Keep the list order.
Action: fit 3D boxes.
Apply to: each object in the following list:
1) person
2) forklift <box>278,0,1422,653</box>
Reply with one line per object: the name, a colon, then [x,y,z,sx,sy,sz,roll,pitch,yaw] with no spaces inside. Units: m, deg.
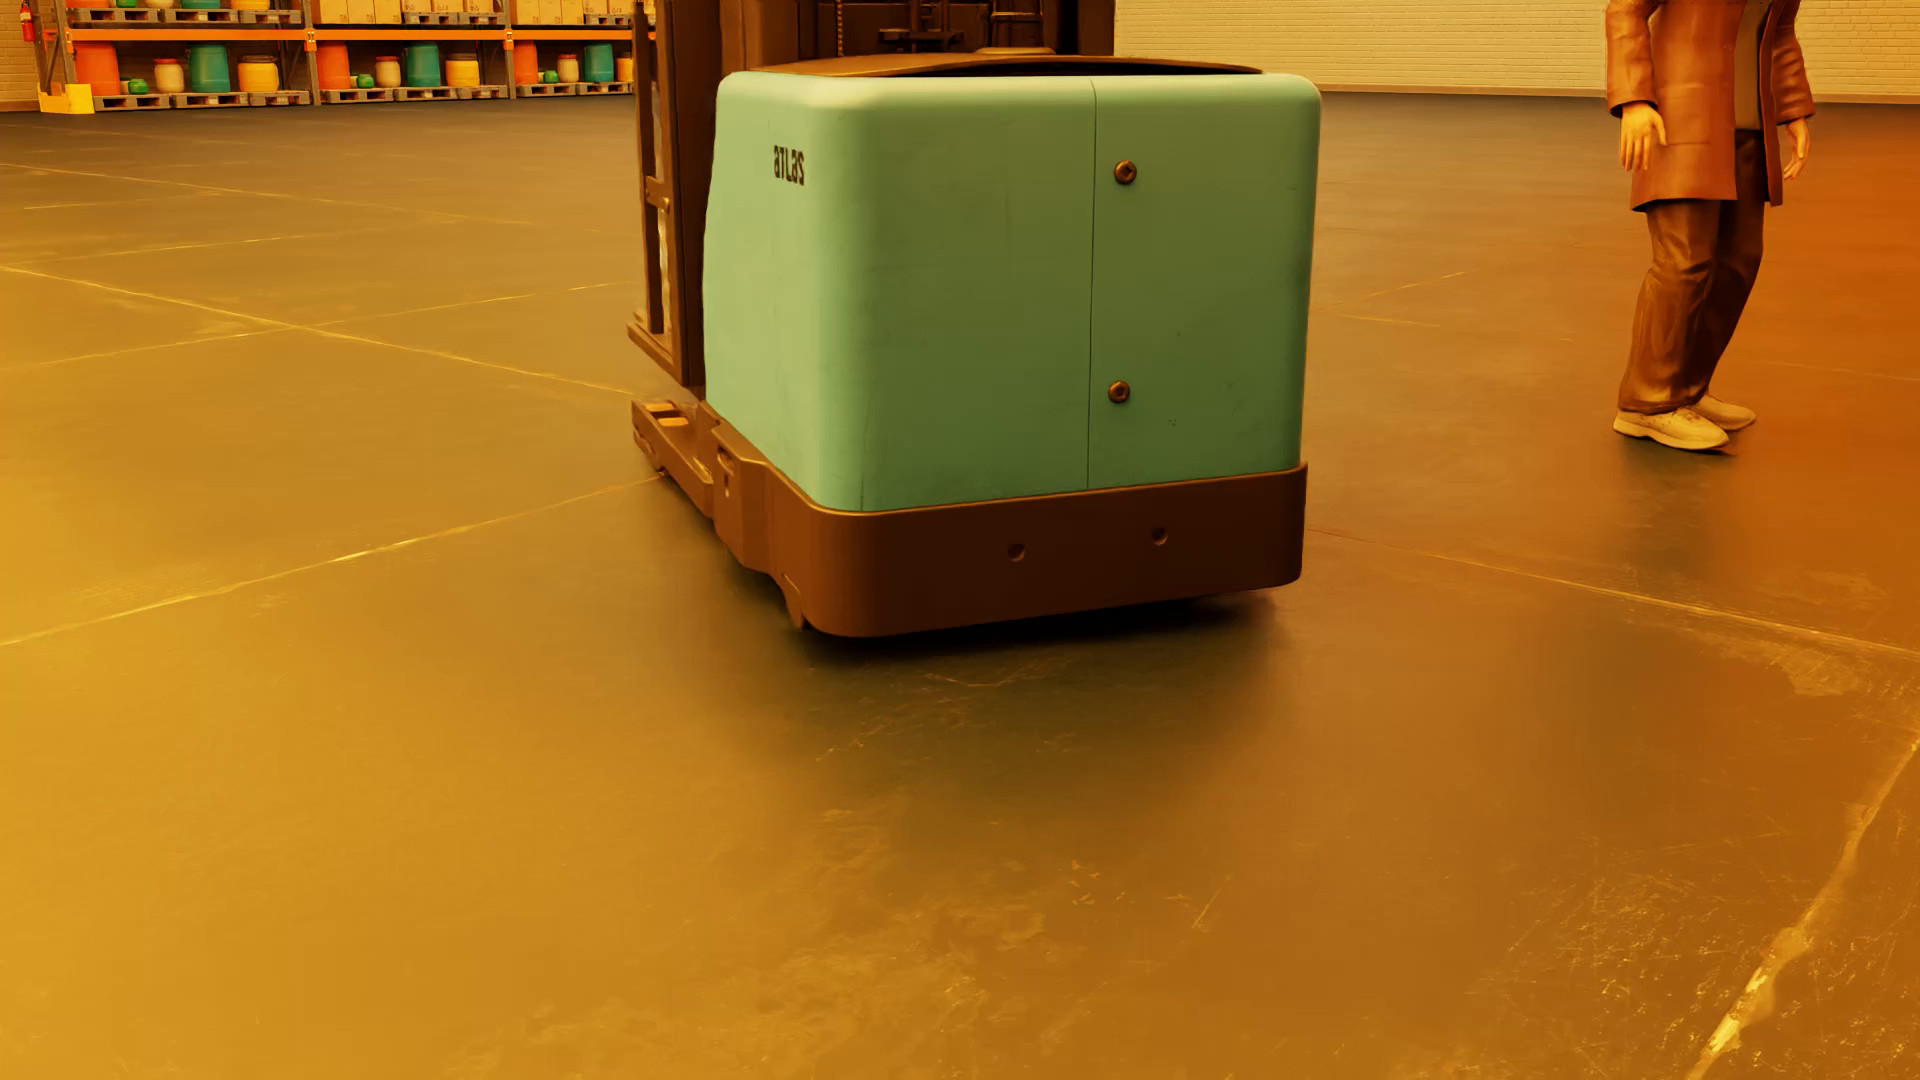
person: [2.181,-1.186,4.797,0.643,1.772,0.429,-10,20,-30]
forklift: [-0.511,-1.500,3.839,3.031,2.935,1.130,11,20,33]
